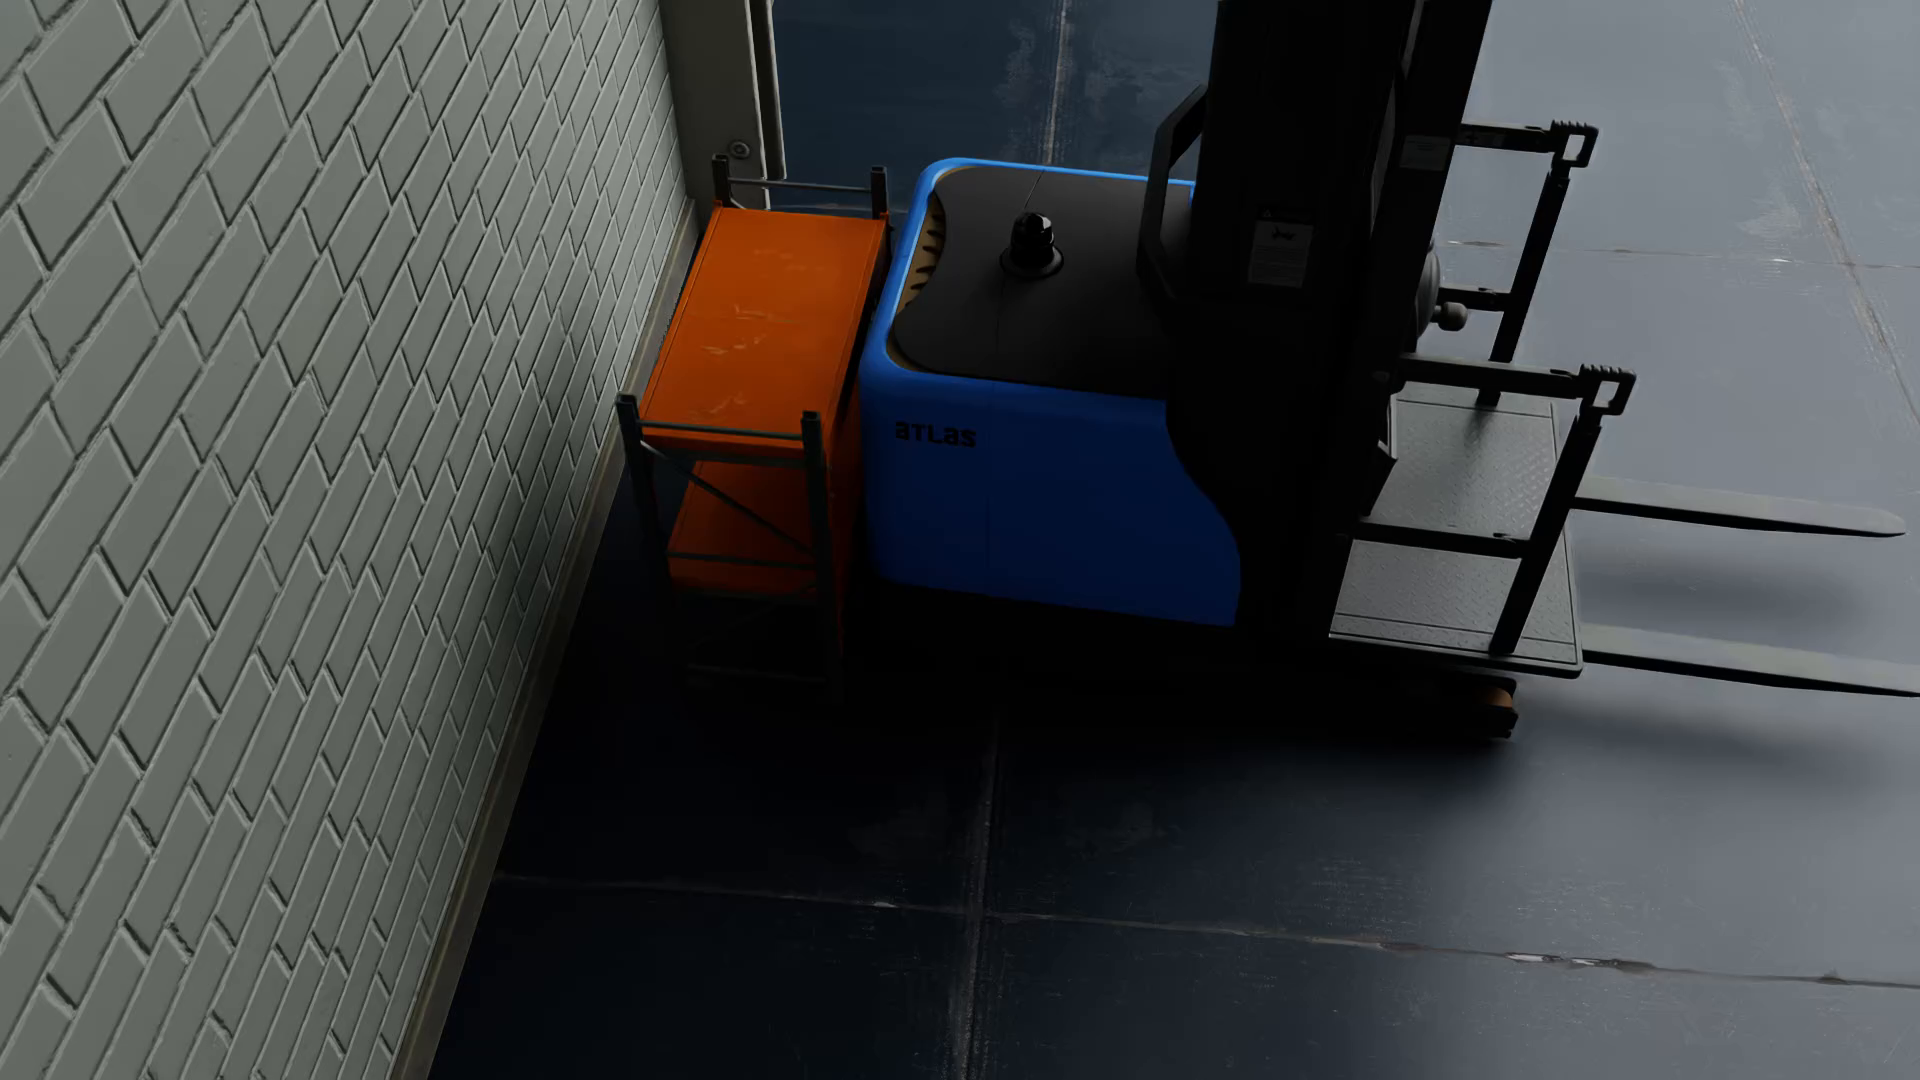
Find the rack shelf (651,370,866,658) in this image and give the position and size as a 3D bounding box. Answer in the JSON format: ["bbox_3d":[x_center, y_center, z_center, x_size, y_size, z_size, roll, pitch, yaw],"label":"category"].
[{"bbox_3d":[-0.521,-0.149,4.955,0.538,0.278,1.000,5,48,5],"label":"rack shelf"}]

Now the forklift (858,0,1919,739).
[{"bbox_3d":[1.290,-0.849,4.041,3.031,2.935,1.130,7,48,7],"label":"forklift"}]

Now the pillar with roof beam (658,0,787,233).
[{"bbox_3d":[3.431,-4.056,2.861,9.100,9.000,0.400,4,48,4],"label":"pillar with roof beam"}]

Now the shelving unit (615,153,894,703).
[{"bbox_3d":[-0.521,-0.314,4.775,0.538,1.125,1.048,5,48,5],"label":"shelving unit"}]

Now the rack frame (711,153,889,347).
[{"bbox_3d":[-0.456,-0.686,5.115,0.500,1.125,0.032,5,48,5],"label":"rack frame"}]

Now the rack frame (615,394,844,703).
[{"bbox_3d":[-0.586,0.058,4.435,0.500,1.125,0.032,5,48,5],"label":"rack frame"}]

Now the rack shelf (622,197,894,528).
[{"bbox_3d":[-0.521,-0.512,4.559,0.538,0.278,1.000,5,48,5],"label":"rack shelf"}]
